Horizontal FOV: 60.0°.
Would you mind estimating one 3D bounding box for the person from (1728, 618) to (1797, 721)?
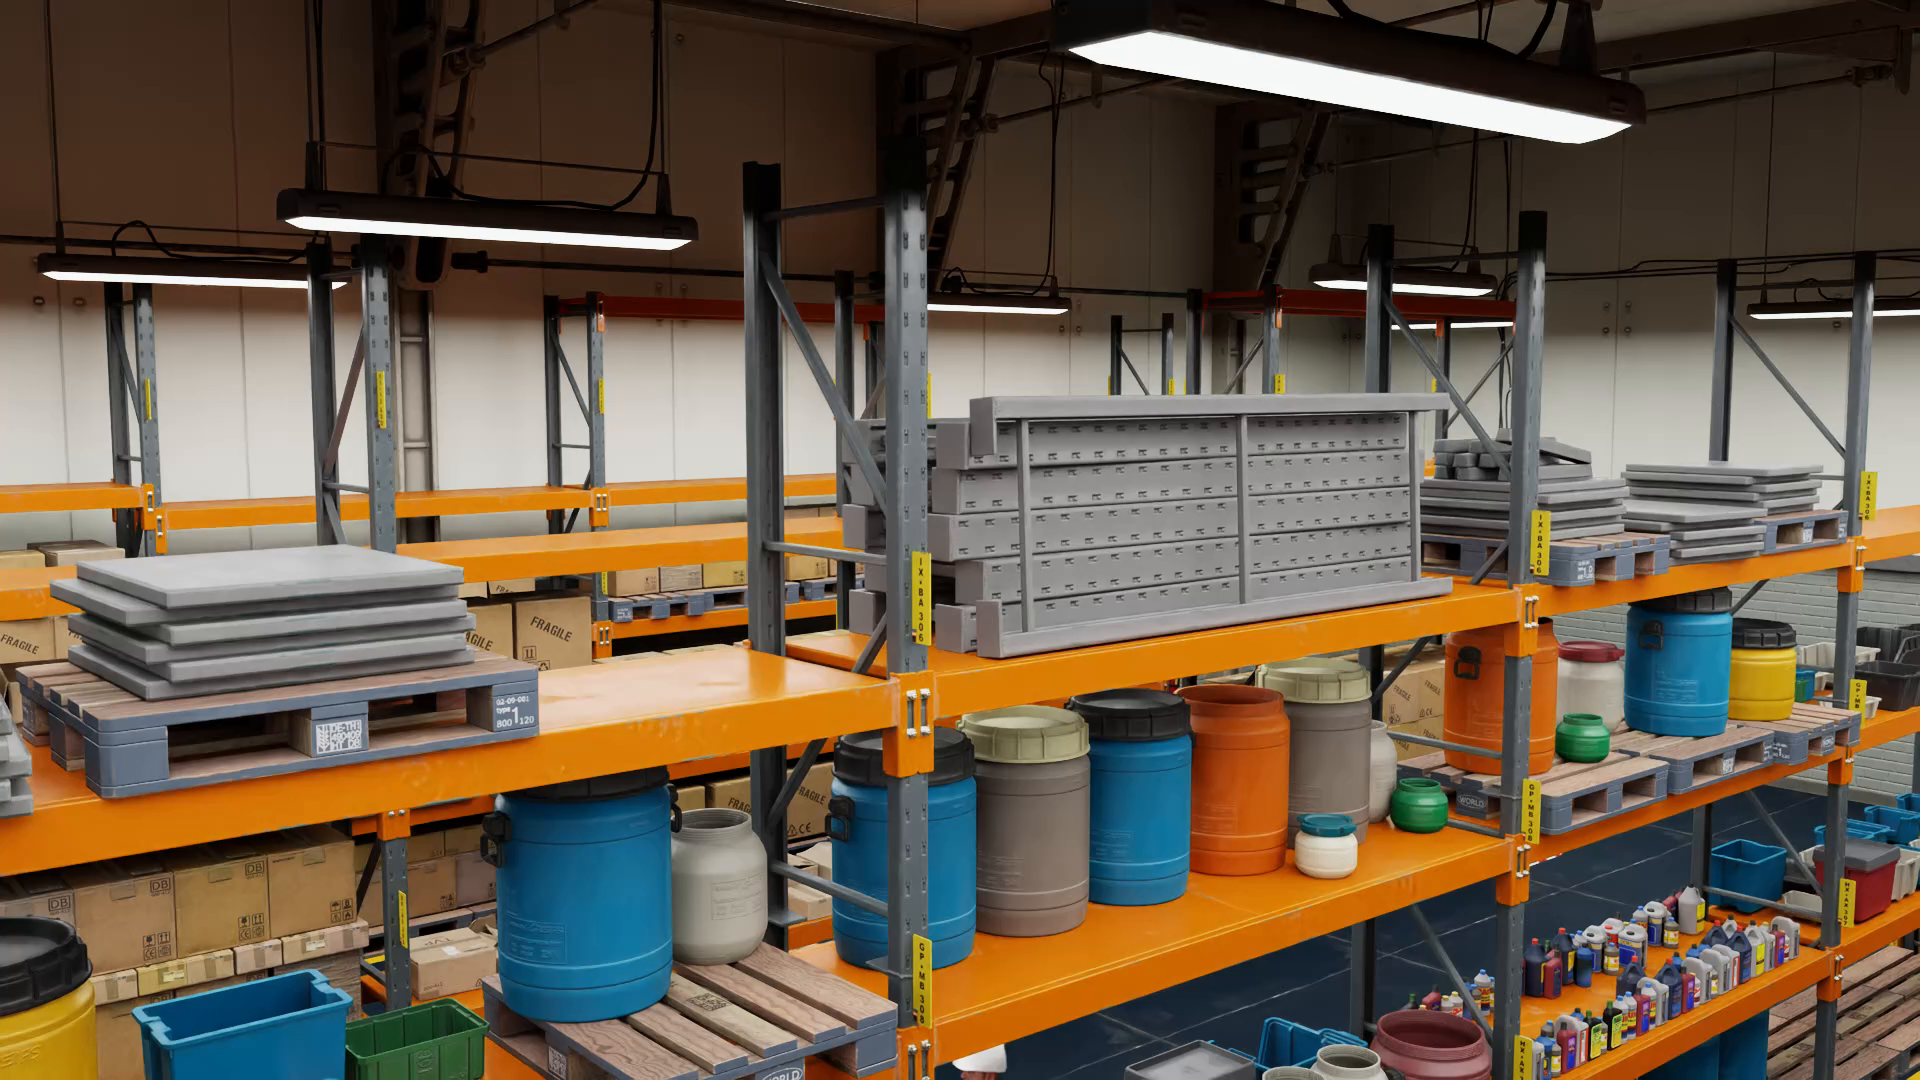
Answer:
[{"bbox_3d":[7.722,2.810,2.279,16.595,2.906,9.153,5,8,45],"label":"person"}]

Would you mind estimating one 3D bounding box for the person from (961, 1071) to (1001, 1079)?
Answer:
[{"bbox_3d":[0.087,3.473,8.668,0.900,1.689,0.565,-2,6,-17],"label":"person"}]
